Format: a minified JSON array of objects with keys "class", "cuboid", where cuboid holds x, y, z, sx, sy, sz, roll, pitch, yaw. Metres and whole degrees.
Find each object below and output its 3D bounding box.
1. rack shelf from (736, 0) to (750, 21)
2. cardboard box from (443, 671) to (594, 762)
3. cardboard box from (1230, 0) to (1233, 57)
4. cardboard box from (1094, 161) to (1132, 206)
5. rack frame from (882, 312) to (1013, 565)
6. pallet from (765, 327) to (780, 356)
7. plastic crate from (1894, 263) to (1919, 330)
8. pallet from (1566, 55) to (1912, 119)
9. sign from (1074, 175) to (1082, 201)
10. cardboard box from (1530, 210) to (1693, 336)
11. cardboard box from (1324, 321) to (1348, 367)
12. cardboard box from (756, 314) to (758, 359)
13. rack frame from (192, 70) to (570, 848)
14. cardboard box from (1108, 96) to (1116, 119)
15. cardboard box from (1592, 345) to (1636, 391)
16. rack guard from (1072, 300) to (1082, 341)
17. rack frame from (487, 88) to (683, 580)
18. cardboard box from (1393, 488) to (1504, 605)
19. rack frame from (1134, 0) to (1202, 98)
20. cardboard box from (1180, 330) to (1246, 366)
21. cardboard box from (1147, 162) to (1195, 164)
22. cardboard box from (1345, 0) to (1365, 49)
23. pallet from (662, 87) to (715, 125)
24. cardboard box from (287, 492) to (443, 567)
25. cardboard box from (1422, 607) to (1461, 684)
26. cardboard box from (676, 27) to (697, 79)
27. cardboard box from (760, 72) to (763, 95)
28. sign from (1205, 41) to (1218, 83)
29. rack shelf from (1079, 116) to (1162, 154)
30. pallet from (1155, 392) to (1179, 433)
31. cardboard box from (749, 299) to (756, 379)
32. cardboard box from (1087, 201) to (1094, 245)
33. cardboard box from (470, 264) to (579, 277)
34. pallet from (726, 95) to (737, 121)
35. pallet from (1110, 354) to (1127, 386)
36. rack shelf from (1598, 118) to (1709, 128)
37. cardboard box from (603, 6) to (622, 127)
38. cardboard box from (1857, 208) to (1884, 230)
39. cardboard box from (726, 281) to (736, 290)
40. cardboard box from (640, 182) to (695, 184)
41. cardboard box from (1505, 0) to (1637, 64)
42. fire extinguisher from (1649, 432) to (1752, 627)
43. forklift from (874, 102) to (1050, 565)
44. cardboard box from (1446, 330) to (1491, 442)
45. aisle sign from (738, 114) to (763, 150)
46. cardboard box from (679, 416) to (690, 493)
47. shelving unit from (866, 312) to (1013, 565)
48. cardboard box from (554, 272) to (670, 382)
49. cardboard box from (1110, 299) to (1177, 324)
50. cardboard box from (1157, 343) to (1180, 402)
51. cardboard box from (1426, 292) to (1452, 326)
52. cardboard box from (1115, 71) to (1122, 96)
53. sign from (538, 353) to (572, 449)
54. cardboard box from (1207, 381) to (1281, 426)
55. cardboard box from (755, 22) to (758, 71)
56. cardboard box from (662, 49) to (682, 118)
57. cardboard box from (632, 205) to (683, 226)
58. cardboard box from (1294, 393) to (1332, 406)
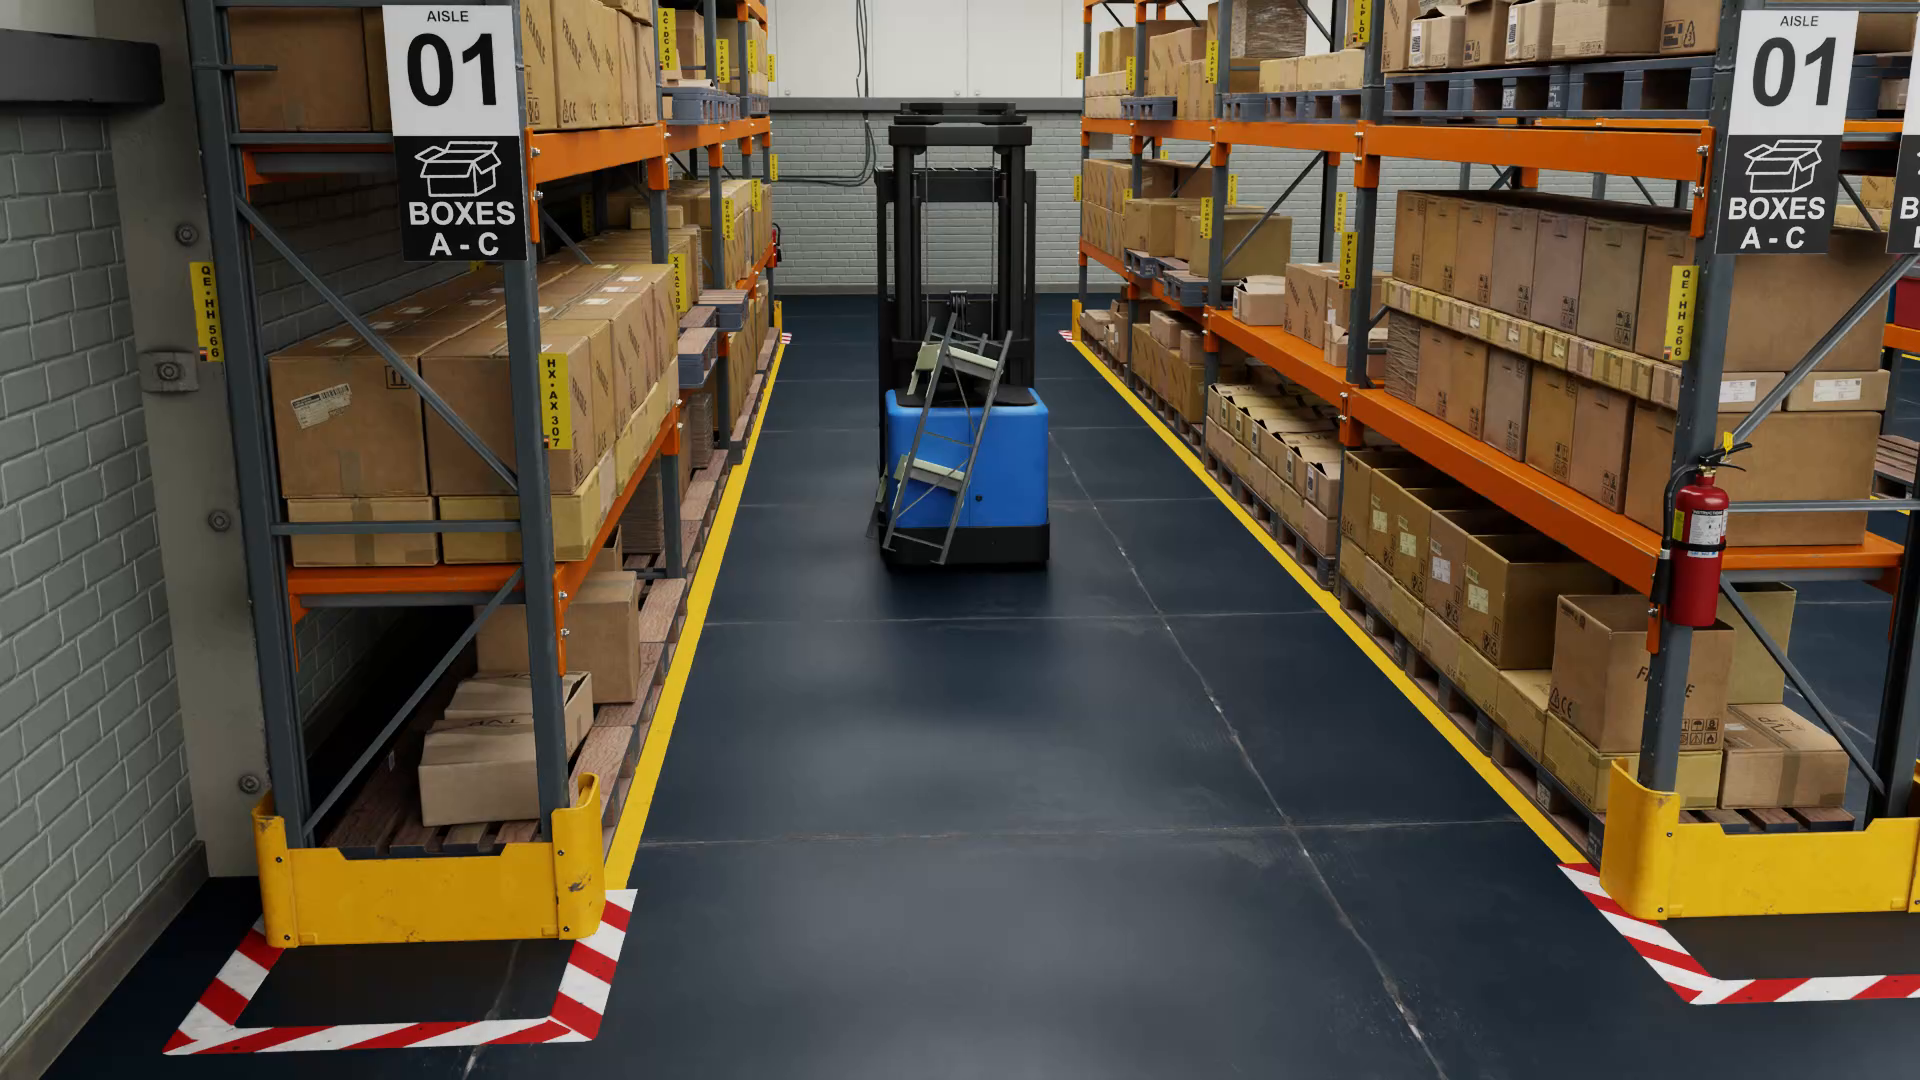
[{"class":"rack shelf","cuboid":[-2.521,-4.887,14.709,1.077,0.370,4.000,-1,14,-3]},{"class":"cardboard box","cuboid":[-1.890,0.737,7.156,0.500,0.311,0.500,0,14,1]},{"class":"cardboard box","cuboid":[2.495,-4.325,14.089,0.500,0.500,0.500,-1,14,-3]},{"class":"cardboard box","cuboid":[1.882,-4.257,19.847,0.500,0.500,0.500,-1,14,-3]},{"class":"rack frame","cuboid":[-0.075,-0.617,10.208,0.400,1.500,0.023,16,2,-12]},{"class":"pallet","cuboid":[-2.765,-2.468,20.696,1.003,0.211,1.213,-1,14,-3]},{"class":"plastic crate","cuboid":[7.286,-1.804,12.390,0.402,0.464,0.583,-1,14,-3]},{"class":"pallet","cuboid":[3.025,-1.701,6.274,1.003,0.211,1.213,-1,14,-3]},{"class":"sign","cuboid":[1.510,-4.505,21.276,0.100,0.325,0.005,-1,14,-3]},{"class":"cardboard box","cuboid":[2.953,-1.177,7.276,0.700,0.500,0.500,-1,14,-3]},{"class":"cardboard box","cuboid":[2.557,-1.260,10.673,0.396,0.266,0.258,-1,14,-5]},{"class":"cardboard box","cuboid":[-2.589,-2.202,18.238,0.700,0.500,0.500,-1,14,-3]},{"class":"rack frame","cuboid":[-1.901,-0.037,5.651,1.000,3.000,0.127,-1,14,-3]},{"class":"cardboard box","cuboid":[1.944,-4.844,18.616,0.500,0.250,0.500,-1,14,-3]},{"class":"cardboard box","cuboid":[2.795,-0.698,6.716,0.380,0.149,0.250,-1,14,-4]},{"class":"rack guard","cuboid":[2.056,-2.864,21.655,1.175,0.500,0.348,-1,14,-3]},{"class":"rack frame","cuboid":[-2.149,-1.032,9.517,1.000,3.000,0.127,-1,14,-3]},{"class":"cardboard box","cuboid":[2.573,0.025,8.581,0.500,0.500,0.500,-1,14,-3]},{"class":"rack frame","cuboid":[2.299,-6.004,16.803,1.000,3.000,0.127,-1,14,-3]},{"class":"cardboard box","cuboid":[2.247,-1.713,14.792,0.500,0.250,0.500,0,14,-1]},{"class":"cardboard box","cuboid":[2.454,-4.138,19.381,0.500,0.500,0.500,0,14,-2]},{"class":"cardboard box","cuboid":[2.738,-3.351,10.465,0.500,0.500,0.500,1,14,2]},{"class":"pallet","cuboid":[-2.081,-2.549,9.770,1.213,0.211,1.003,-1,14,-3]},{"class":"cardboard box","cuboid":[-2.124,-0.087,6.107,0.500,0.250,0.500,-1,14,-3]},{"class":"cardboard box","cuboid":[2.610,0.512,8.192,0.500,0.250,0.500,-1,14,-3]},{"class":"cardboard box","cuboid":[-2.484,-3.858,13.399,0.700,0.500,0.500,-2,15,-8]},{"class":"cardboard box","cuboid":[-2.512,-5.211,18.999,0.500,0.250,0.500,-1,14,-5]},{"class":"sign","cuboid":[2.005,-3.799,13.216,0.100,0.325,0.005,-1,14,-3]},{"class":"rack shelf","cuboid":[2.175,-4.701,19.200,1.077,0.370,4.000,-1,14,-3]},{"class":"pallet","cuboid":[2.466,-1.243,15.932,1.003,0.211,1.213,-1,14,-3]},{"class":"cardboard box","cuboid":[-2.475,-2.024,16.845,0.750,0.750,0.750,-1,14,-3]},{"class":"cardboard box","cuboid":[1.853,-3.899,20.462,0.500,0.500,0.500,-1,14,-4]},{"class":"cardboard box","cuboid":[-2.328,-1.212,8.973,0.500,0.500,0.500,-1,14,-5]},{"class":"pallet","cuboid":[-2.490,-3.547,13.652,1.213,0.211,1.003,0,14,-1]},{"class":"pallet","cuboid":[2.258,-1.919,18.562,1.003,0.211,1.213,-1,14,-3]},{"class":"rack shelf","cuboid":[7.367,-3.781,15.627,1.077,0.370,4.000,-1,14,-3]},{"class":"cardboard box","cuboid":[-1.761,-2.031,7.140,0.500,0.500,0.500,0,14,0]},{"class":"cardboard box","cuboid":[11.738,-4.064,21.007,0.500,0.250,0.500,-1,14,-4]},{"class":"cardboard box","cuboid":[-2.125,-2.130,14.250,0.380,0.149,0.250,0,14,-2]},{"class":"cardboard box","cuboid":[-2.837,-3.338,16.139,0.500,0.250,0.500,-1,14,-3]},{"class":"cardboard box","cuboid":[2.674,-2.216,7.154,0.500,0.311,0.500,1,14,3]},{"class":"fire extinguisher","cuboid":[2.586,-0.040,5.819,0.296,0.674,0.183,-1,14,-3]},{"class":"forklift","cuboid":[-0.044,-1.576,11.770,1.130,2.935,3.031,-1,14,-4]},{"class":"cardboard box","cuboid":[2.895,-0.792,8.382,0.700,0.500,0.500,-1,14,-3]},{"class":"aisle sign","cuboid":[-2.598,-5.298,20.880,0.394,0.787,0.004,-1,14,-3]},{"class":"cardboard box","cuboid":[-2.325,-0.598,11.964,0.700,0.500,0.500,-1,14,-4]},{"class":"shelving unit","cuboid":[-0.146,-0.652,10.566,0.431,1.500,0.755,16,2,-12]},{"class":"cardboard box","cuboid":[-1.775,-1.095,8.519,0.500,0.500,0.500,-1,14,-4]},{"class":"cardboard box","cuboid":[2.178,-2.570,19.623,0.797,0.503,0.637,-1,14,-3]},{"class":"cardboard box","cuboid":[2.184,-1.595,15.838,0.500,0.500,0.500,-1,14,-6]},{"class":"cardboard box","cuboid":[2.669,-1.210,8.708,0.380,0.149,0.250,-1,14,-4]},{"class":"cardboard box","cuboid":[1.970,-4.962,18.071,0.500,0.250,0.500,-1,14,-3]},{"class":"sign","cuboid":[-1.360,-0.465,5.576,0.100,0.325,0.005,-1,14,-3]},{"class":"cardboard box","cuboid":[2.286,-1.113,13.381,0.500,0.311,0.500,0,14,-2]},{"class":"cardboard box","cuboid":[-2.447,-5.326,17.939,0.500,0.500,0.500,-1,14,-5]},{"class":"cardboard box","cuboid":[-2.409,-3.215,11.736,0.797,0.503,0.637,1,14,4]},{"class":"cardboard box","cuboid":[-2.346,-2.517,12.904,0.380,0.149,0.250,-3,15,-11]},{"class":"cardboard box","cuboid":[2.864,-0.992,12.911,0.500,0.311,0.500,-1,14,-4]}]
